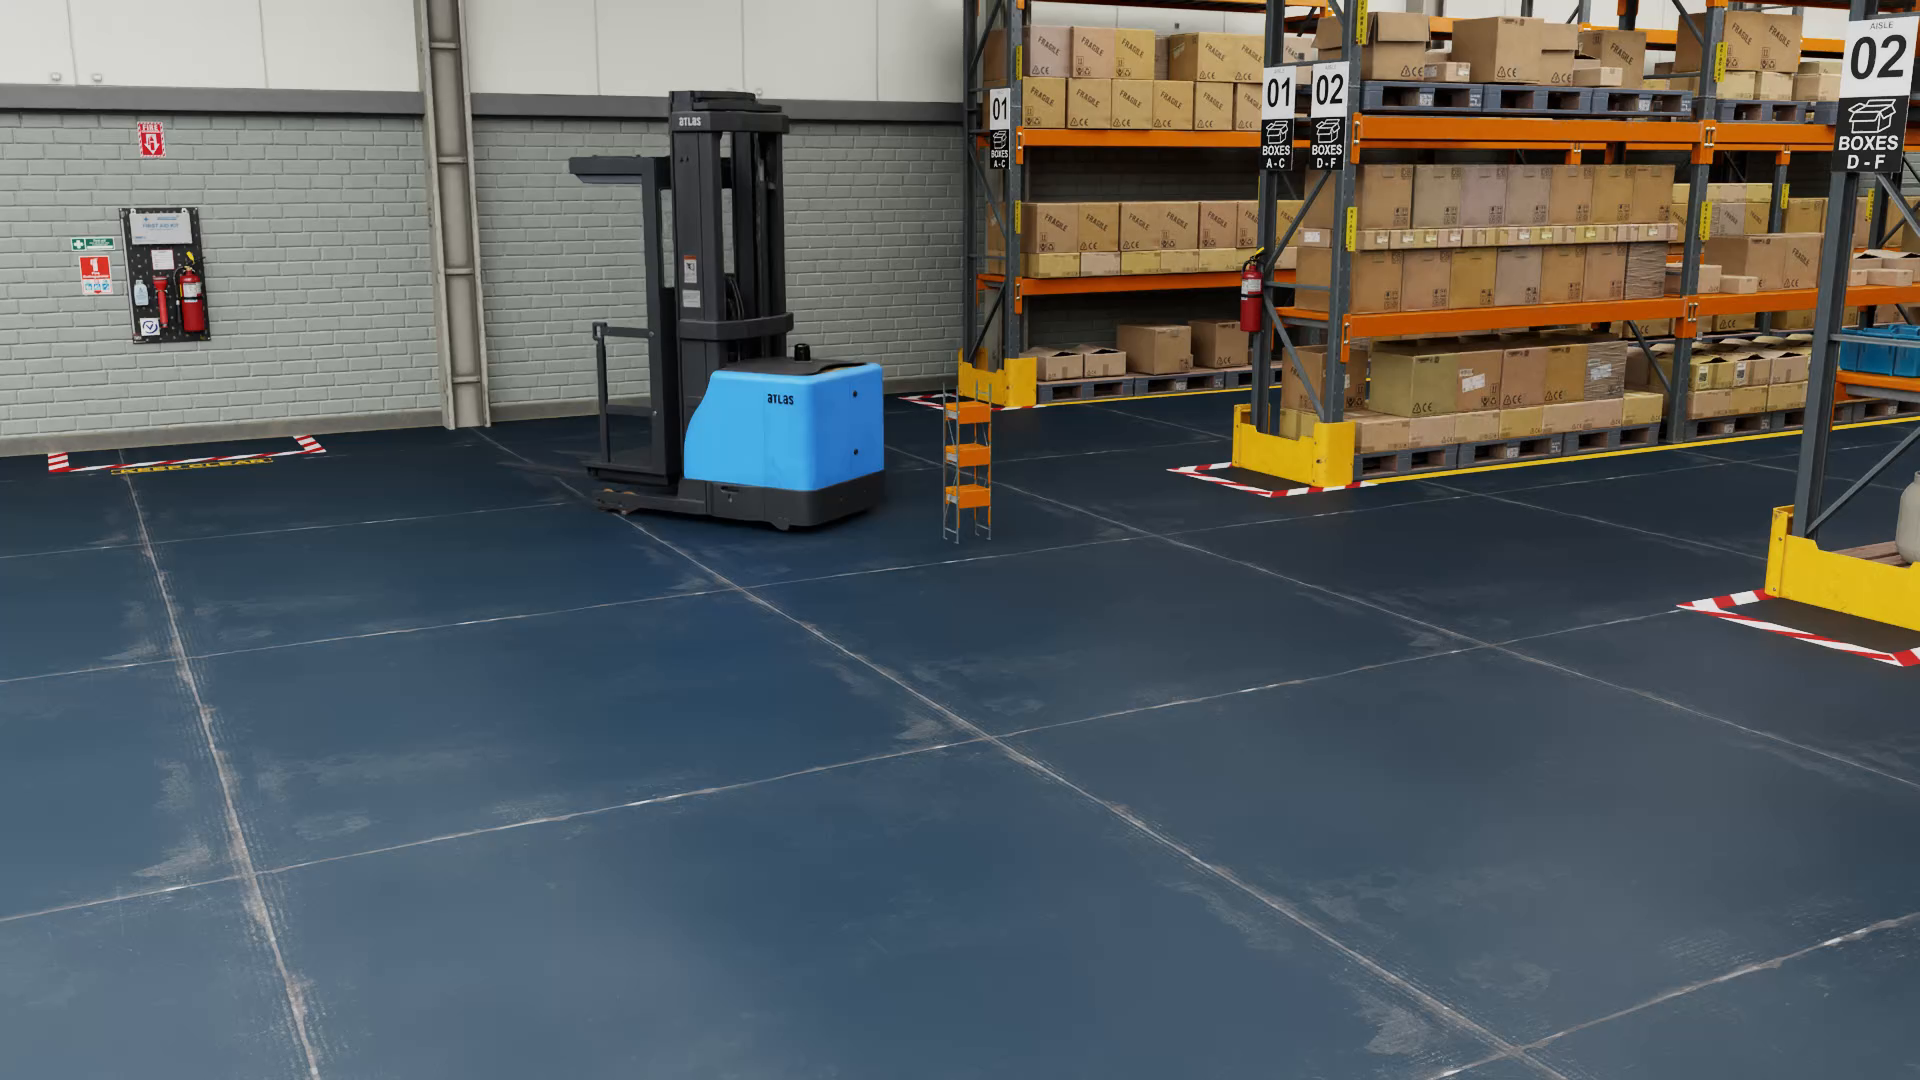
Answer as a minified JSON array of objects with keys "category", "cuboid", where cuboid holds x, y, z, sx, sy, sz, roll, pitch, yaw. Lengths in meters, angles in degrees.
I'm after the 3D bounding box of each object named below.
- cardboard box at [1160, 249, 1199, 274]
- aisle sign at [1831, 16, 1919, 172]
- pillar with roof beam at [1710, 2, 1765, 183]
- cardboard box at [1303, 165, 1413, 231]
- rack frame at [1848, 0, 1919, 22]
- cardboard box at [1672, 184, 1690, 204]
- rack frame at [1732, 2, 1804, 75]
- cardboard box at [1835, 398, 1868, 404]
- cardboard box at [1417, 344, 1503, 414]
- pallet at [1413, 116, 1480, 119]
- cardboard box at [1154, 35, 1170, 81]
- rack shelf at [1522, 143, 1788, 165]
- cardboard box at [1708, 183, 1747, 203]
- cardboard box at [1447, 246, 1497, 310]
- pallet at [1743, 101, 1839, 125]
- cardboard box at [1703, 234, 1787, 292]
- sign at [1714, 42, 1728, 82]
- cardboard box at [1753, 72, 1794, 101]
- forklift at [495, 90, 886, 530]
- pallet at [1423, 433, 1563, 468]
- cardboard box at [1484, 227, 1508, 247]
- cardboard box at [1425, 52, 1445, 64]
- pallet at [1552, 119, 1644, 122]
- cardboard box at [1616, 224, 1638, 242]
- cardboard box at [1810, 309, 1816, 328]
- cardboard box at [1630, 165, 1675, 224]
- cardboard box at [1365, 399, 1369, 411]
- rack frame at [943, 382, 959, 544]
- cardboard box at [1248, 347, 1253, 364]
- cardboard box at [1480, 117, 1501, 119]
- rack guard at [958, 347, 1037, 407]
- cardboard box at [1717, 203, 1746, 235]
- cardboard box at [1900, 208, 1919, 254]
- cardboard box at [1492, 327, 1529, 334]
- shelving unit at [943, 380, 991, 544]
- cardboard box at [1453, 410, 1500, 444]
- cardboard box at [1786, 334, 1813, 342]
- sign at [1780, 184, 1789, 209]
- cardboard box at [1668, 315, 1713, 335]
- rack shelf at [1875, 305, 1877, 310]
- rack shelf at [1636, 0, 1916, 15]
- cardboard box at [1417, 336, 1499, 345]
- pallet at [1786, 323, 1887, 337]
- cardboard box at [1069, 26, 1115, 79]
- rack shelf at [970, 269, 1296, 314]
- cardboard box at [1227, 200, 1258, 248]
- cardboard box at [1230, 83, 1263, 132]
[{"category":"cardboard box","cuboid":[2.247,-3.043,18.093,0.500,0.250,0.500,-7,14,-27]},{"category":"aisle sign","cuboid":[4.864,-2.362,8.852,0.004,0.787,0.394,-7,14,-28]},{"category":"pillar with roof beam","cuboid":[13.118,-6.553,19.732,0.400,9.000,9.100,-7,14,-28]},{"category":"cardboard box","cuboid":[3.162,-2.733,13.238,0.500,0.500,0.700,-7,14,-28]},{"category":"rack frame","cuboid":[5.069,-3.971,8.258,0.127,3.000,1.000,-7,14,-28]},{"category":"cardboard box","cuboid":[9.220,-4.527,21.736,0.500,0.250,0.500,-7,15,-29]},{"category":"rack frame","cuboid":[10.855,-7.142,22.351,0.127,3.000,1.000,-7,14,-28]},{"category":"cardboard box","cuboid":[8.483,-1.494,16.224,0.500,0.250,0.500,-6,14,-27]},{"category":"cardboard box","cuboid":[4.147,-1.350,13.874,0.500,0.500,0.500,-7,14,-28]},{"category":"pallet","cuboid":[5.335,-4.900,19.646,1.003,0.211,1.213,-7,14,-28]},{"category":"cardboard box","cuboid":[1.938,-5.217,18.078,0.500,0.500,0.500,-7,14,-28]},{"category":"rack shelf","cuboid":[9.100,-5.118,21.824,4.000,0.370,1.077,-7,14,-28]},{"category":"cardboard box","cuboid":[10.114,-4.635,22.213,0.500,0.250,0.500,-6,14,-27]},{"category":"cardboard box","cuboid":[4.012,-2.202,13.833,0.500,0.500,0.700,-7,14,-27]},{"category":"pallet","cuboid":[8.188,-4.005,15.672,1.213,0.211,1.003,-6,14,-25]},{"category":"cardboard box","cuboid":[7.355,-2.602,15.610,0.500,0.500,0.500,-6,14,-24]},{"category":"sign","cuboid":[6.478,-4.067,14.160,0.005,0.325,0.100,-7,14,-28]},{"category":"cardboard box","cuboid":[7.236,-4.136,15.210,0.500,0.250,0.500,-8,15,-33]},{"category":"forklift","cuboid":[-2.073,-1.705,12.011,3.031,2.935,1.130,7,14,28]},{"category":"pallet","cuboid":[4.420,-0.855,14.426,1.213,0.211,1.003,-7,14,-28]},{"category":"cardboard box","cuboid":[4.276,-2.500,13.680,0.250,0.149,0.380,-7,14,-29]},{"category":"cardboard box","cuboid":[3.584,-3.834,13.550,0.500,0.250,0.500,-7,14,-28]},{"category":"pallet","cuboid":[7.884,-5.244,21.177,1.003,0.211,1.213,-6,14,-25]},{"category":"cardboard box","cuboid":[5.628,-2.662,14.398,0.250,0.149,0.380,-7,15,-30]},{"category":"cardboard box","cuboid":[12.003,-3.312,23.732,0.500,0.500,0.700,-7,14,-28]},{"category":"cardboard box","cuboid":[5.824,-3.054,14.663,0.500,0.500,0.700,-7,14,-28]},{"category":"cardboard box","cuboid":[3.462,-1.031,14.163,0.500,0.250,0.500,-7,14,-28]},{"category":"rack frame","cuboid":[-0.060,-0.505,10.962,0.008,1.050,0.200,-7,14,-28]},{"category":"cardboard box","cuboid":[3.378,-2.144,19.257,0.250,0.166,0.380,-9,16,-35]},{"category":"cardboard box","cuboid":[6.162,-5.200,20.270,0.637,0.503,0.797,-5,14,-20]},{"category":"rack guard","cuboid":[0.389,-1.742,17.710,0.348,0.500,1.175,-7,14,-28]},{"category":"cardboard box","cuboid":[10.128,-4.267,22.285,0.500,0.500,0.500,-7,14,-27]},{"category":"cardboard box","cuboid":[10.220,-3.182,17.233,0.700,0.500,0.500,11,17,41]},{"category":"cardboard box","cuboid":[6.737,-2.704,20.985,0.500,0.500,0.700,-7,14,-27]},{"category":"shelving unit","cuboid":[0.047,-0.518,11.019,0.252,1.050,0.215,-7,14,-28]},{"category":"cardboard box","cuboid":[4.153,-0.982,13.946,0.500,0.250,0.500,-7,14,-28]},{"category":"cardboard box","cuboid":[8.664,-1.922,16.848,0.500,0.311,0.500,-7,15,-29]},{"category":"sign","cuboid":[11.124,-4.638,22.431,0.005,0.325,0.100,-7,14,-28]},{"category":"cardboard box","cuboid":[9.568,-3.184,22.366,0.750,0.750,0.750,-6,14,-26]},{"category":"rack shelf","cuboid":[11.477,-2.700,17.913,4.000,0.370,1.077,-7,14,-28]},{"category":"rack shelf","cuboid":[7.966,-5.011,15.429,4.000,0.370,1.077,-7,14,-28]},{"category":"cardboard box","cuboid":[4.338,-1.502,14.551,0.500,0.500,0.500,-7,14,-28]},{"category":"pallet","cuboid":[12.632,-3.049,24.178,1.213,0.211,1.003,-7,14,-28]},{"category":"cardboard box","cuboid":[1.241,-5.000,17.111,0.500,0.500,0.500,-7,14,-29]},{"category":"rack shelf","cuboid":[2.078,-2.813,18.414,4.000,0.370,1.077,-7,14,-28]},{"category":"cardboard box","cuboid":[3.131,-3.514,18.478,0.500,0.500,0.500,-7,14,-28]},{"category":"cardboard box","cuboid":[3.059,-4.745,18.254,0.500,0.500,0.500,-8,15,-33]}]
